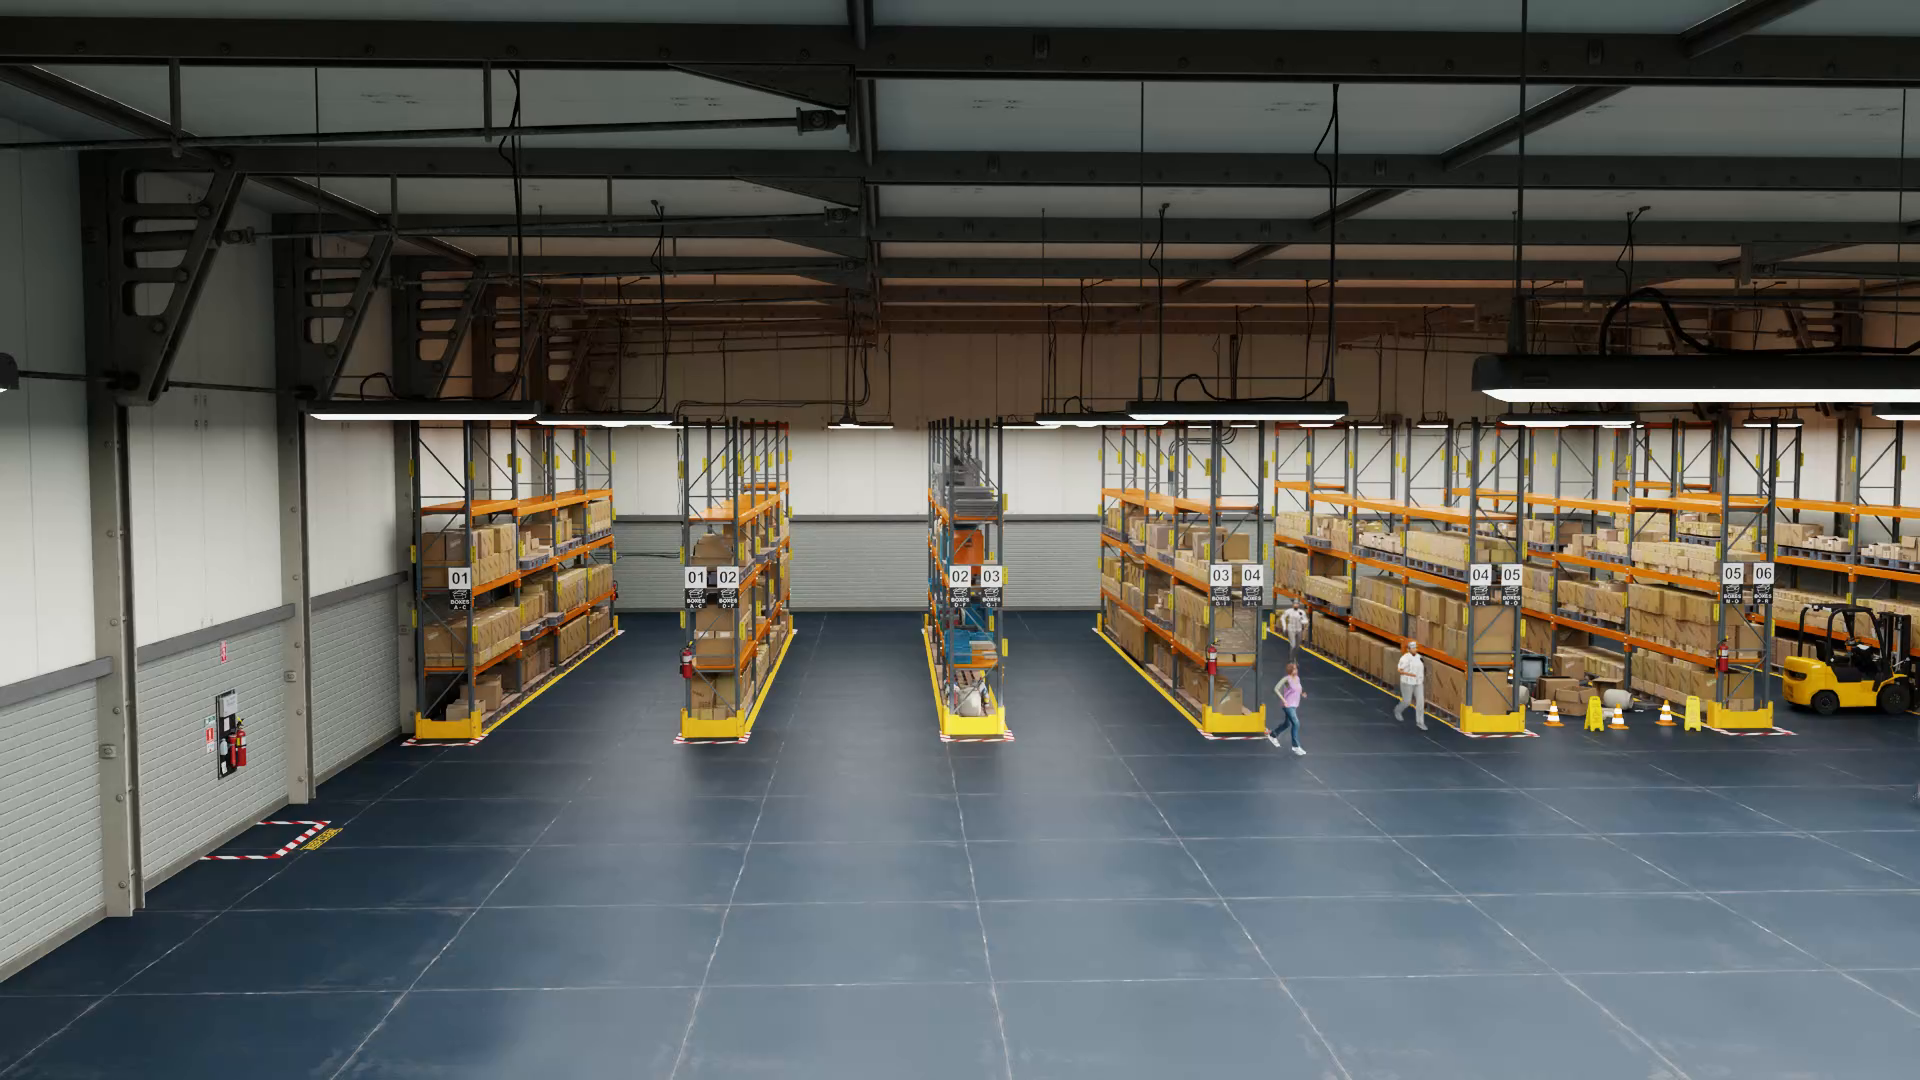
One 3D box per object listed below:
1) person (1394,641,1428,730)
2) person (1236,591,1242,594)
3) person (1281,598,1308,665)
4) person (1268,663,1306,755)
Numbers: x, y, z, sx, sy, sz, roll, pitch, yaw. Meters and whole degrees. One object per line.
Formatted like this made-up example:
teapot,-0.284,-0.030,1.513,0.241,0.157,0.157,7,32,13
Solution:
person,8.724,2.788,32.159,0.612,1.669,0.933,-1,4,-16
person,8.013,1.756,47.817,0.750,1.705,0.616,2,4,30
person,8.092,2.256,40.163,0.583,1.750,0.746,0,4,-4
person,5.844,2.987,29.659,0.789,1.590,0.535,3,5,42
